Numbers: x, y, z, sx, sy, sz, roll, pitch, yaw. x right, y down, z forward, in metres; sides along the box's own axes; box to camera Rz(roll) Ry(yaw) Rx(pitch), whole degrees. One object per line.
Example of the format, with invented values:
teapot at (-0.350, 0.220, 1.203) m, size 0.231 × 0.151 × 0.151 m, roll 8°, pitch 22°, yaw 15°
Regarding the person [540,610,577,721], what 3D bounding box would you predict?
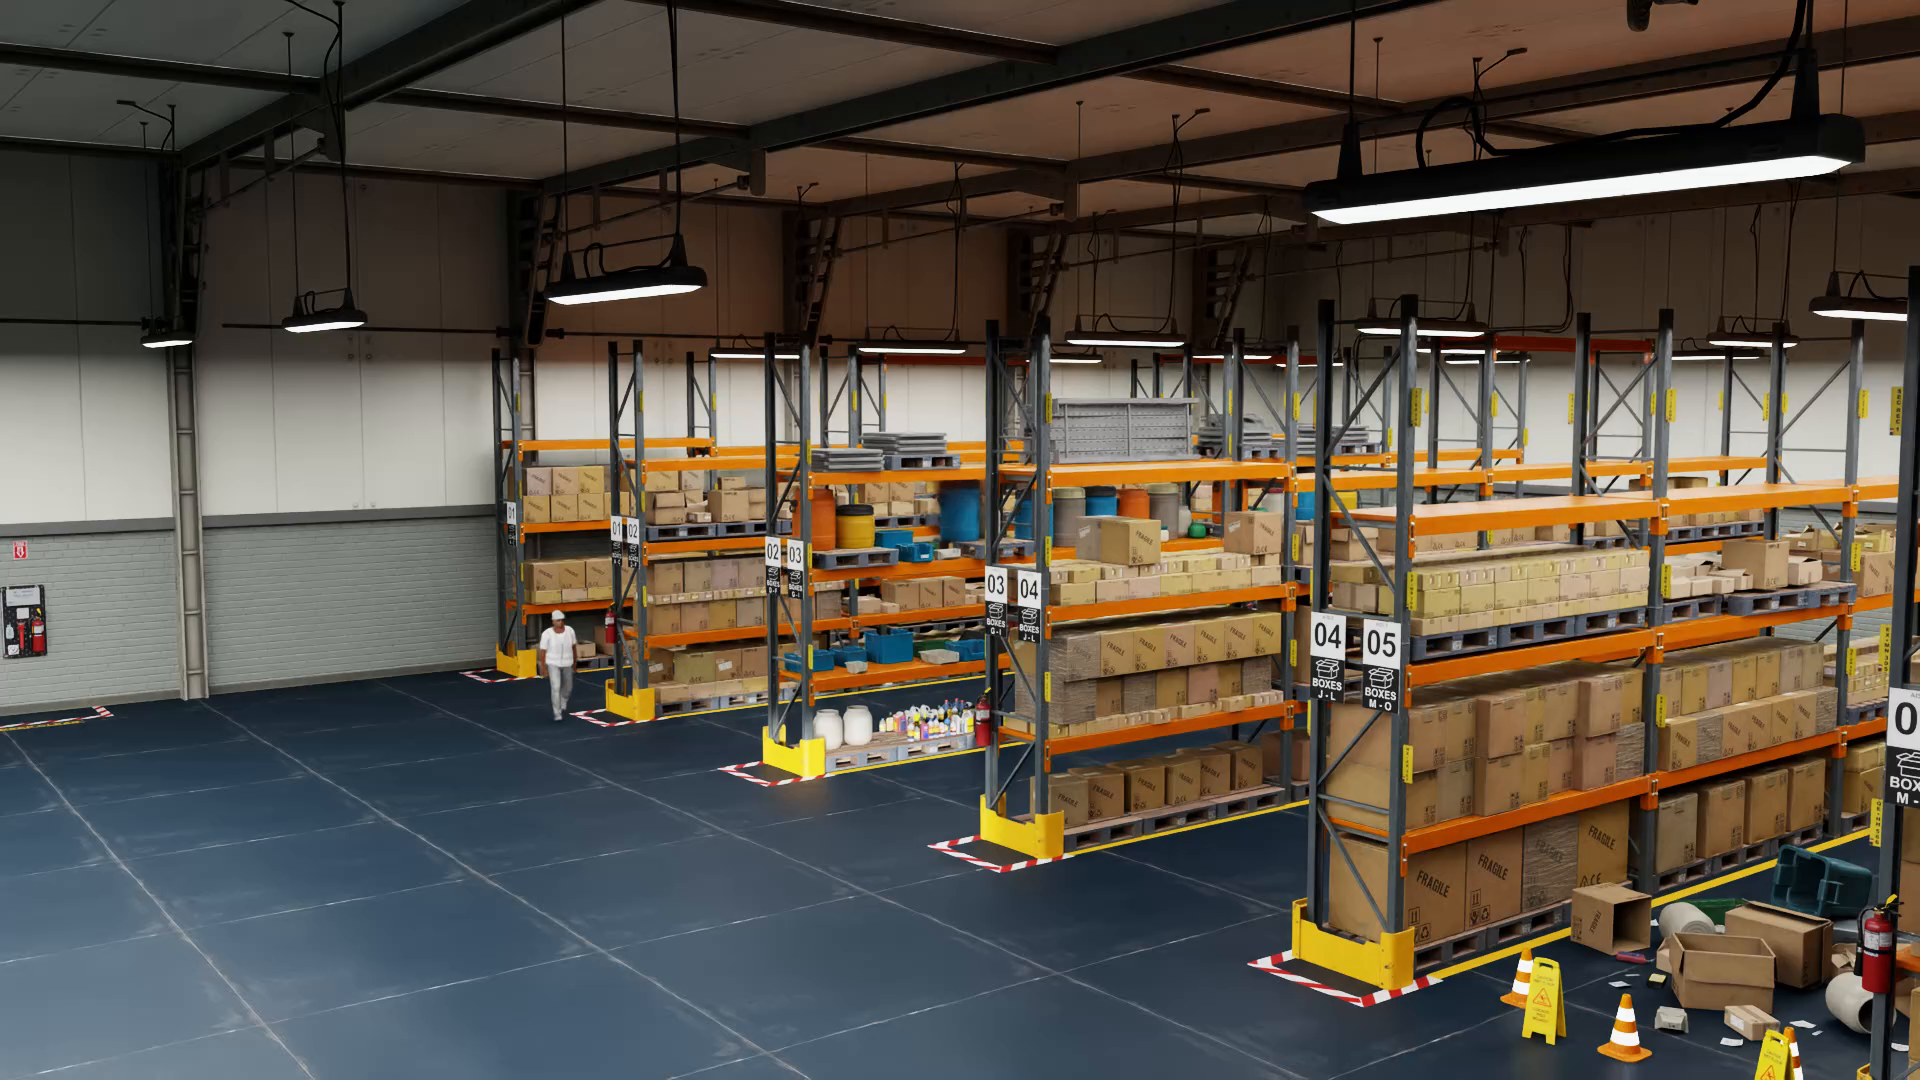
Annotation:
person at (-6.395, 1.968, 26.479) m, size 0.582 × 1.736 × 0.911 m, roll -2°, pitch 5°, yaw -21°
